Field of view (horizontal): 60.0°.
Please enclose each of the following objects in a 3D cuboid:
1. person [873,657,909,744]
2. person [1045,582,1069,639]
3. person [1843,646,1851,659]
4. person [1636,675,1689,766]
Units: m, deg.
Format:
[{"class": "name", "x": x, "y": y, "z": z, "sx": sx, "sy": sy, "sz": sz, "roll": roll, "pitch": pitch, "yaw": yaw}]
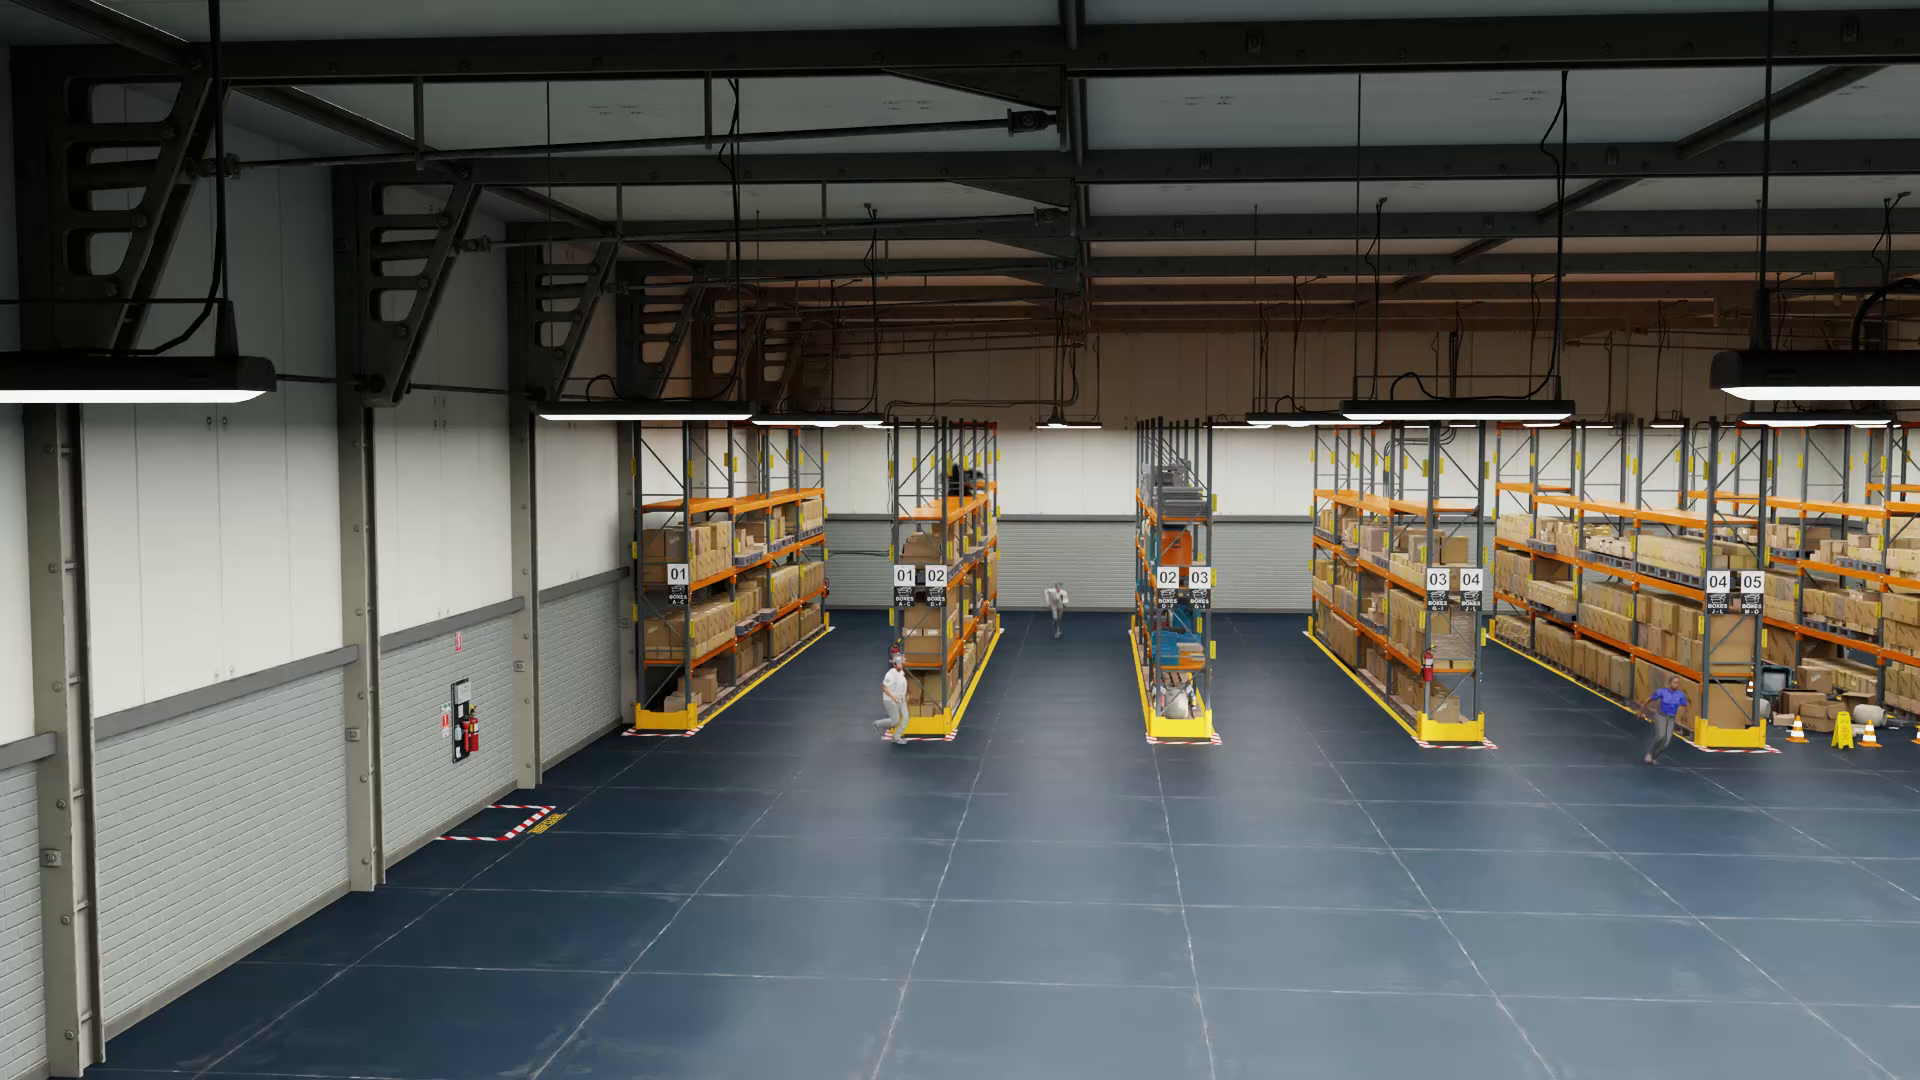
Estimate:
[{"class": "person", "x": -1.249, "y": 2.937, "z": 30.513, "sx": 0.646, "sy": 1.607, "sz": 0.592, "roll": 3, "pitch": 4, "yaw": 34}, {"class": "person", "x": 2.690, "y": 1.952, "z": 46.233, "sx": 0.650, "sy": 1.601, "sz": 0.950, "roll": 0, "pitch": 4, "yaw": 0}, {"class": "person", "x": 22.123, "y": 2.204, "z": 41.694, "sx": 0.547, "sy": 1.564, "sz": 0.604, "roll": 0, "pitch": 4, "yaw": -5}, {"class": "person", "x": 12.100, "y": 3.108, "z": 28.471, "sx": 0.762, "sy": 1.577, "sz": 0.632, "roll": -1, "pitch": 4, "yaw": -8}]
